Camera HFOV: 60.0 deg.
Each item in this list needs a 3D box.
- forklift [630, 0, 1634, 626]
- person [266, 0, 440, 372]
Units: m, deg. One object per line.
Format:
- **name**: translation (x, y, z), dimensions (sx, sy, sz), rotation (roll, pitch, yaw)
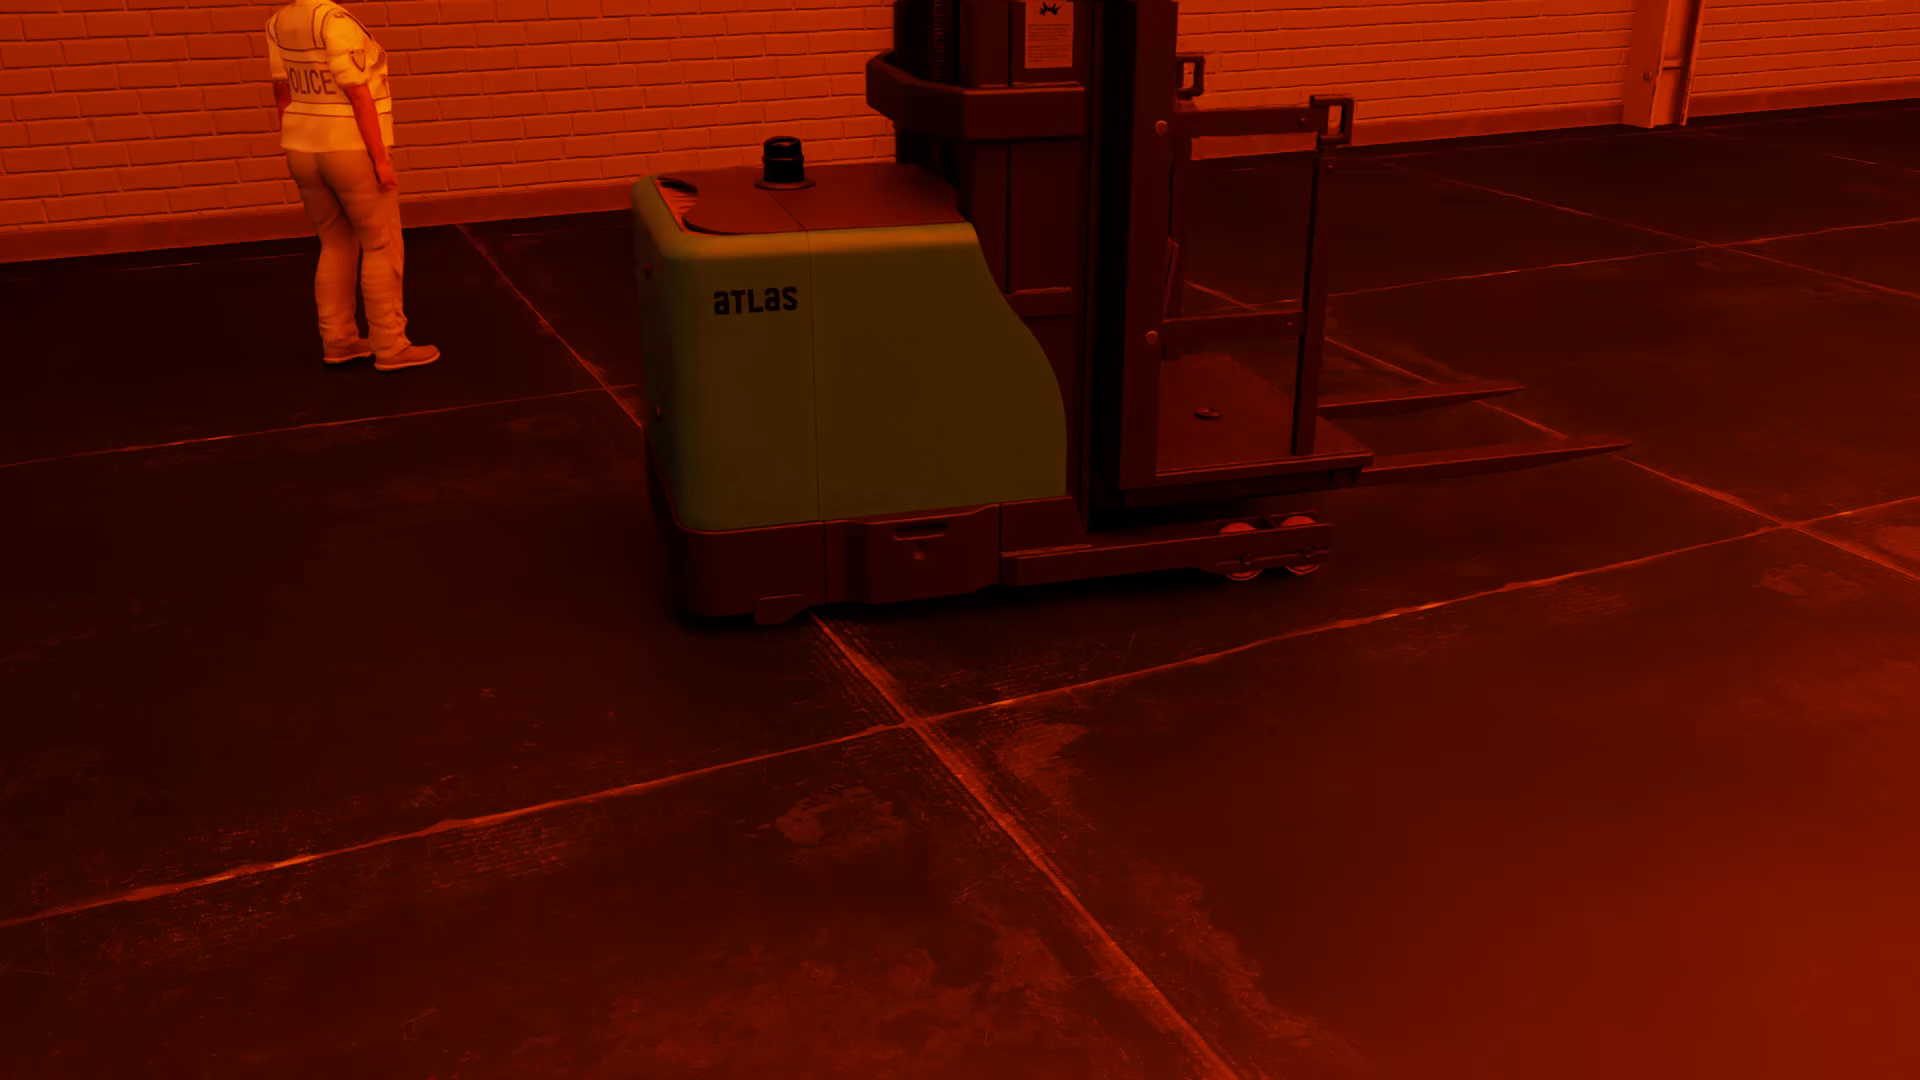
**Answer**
- **forklift**: translation (0.591, -1.423, 4.712), dimensions (3.031, 2.935, 1.130), rotation (-6, 23, -14)
- **person**: translation (-2.429, -1.505, 6.567), dimensions (0.507, 1.668, 0.389), rotation (12, 25, 26)
